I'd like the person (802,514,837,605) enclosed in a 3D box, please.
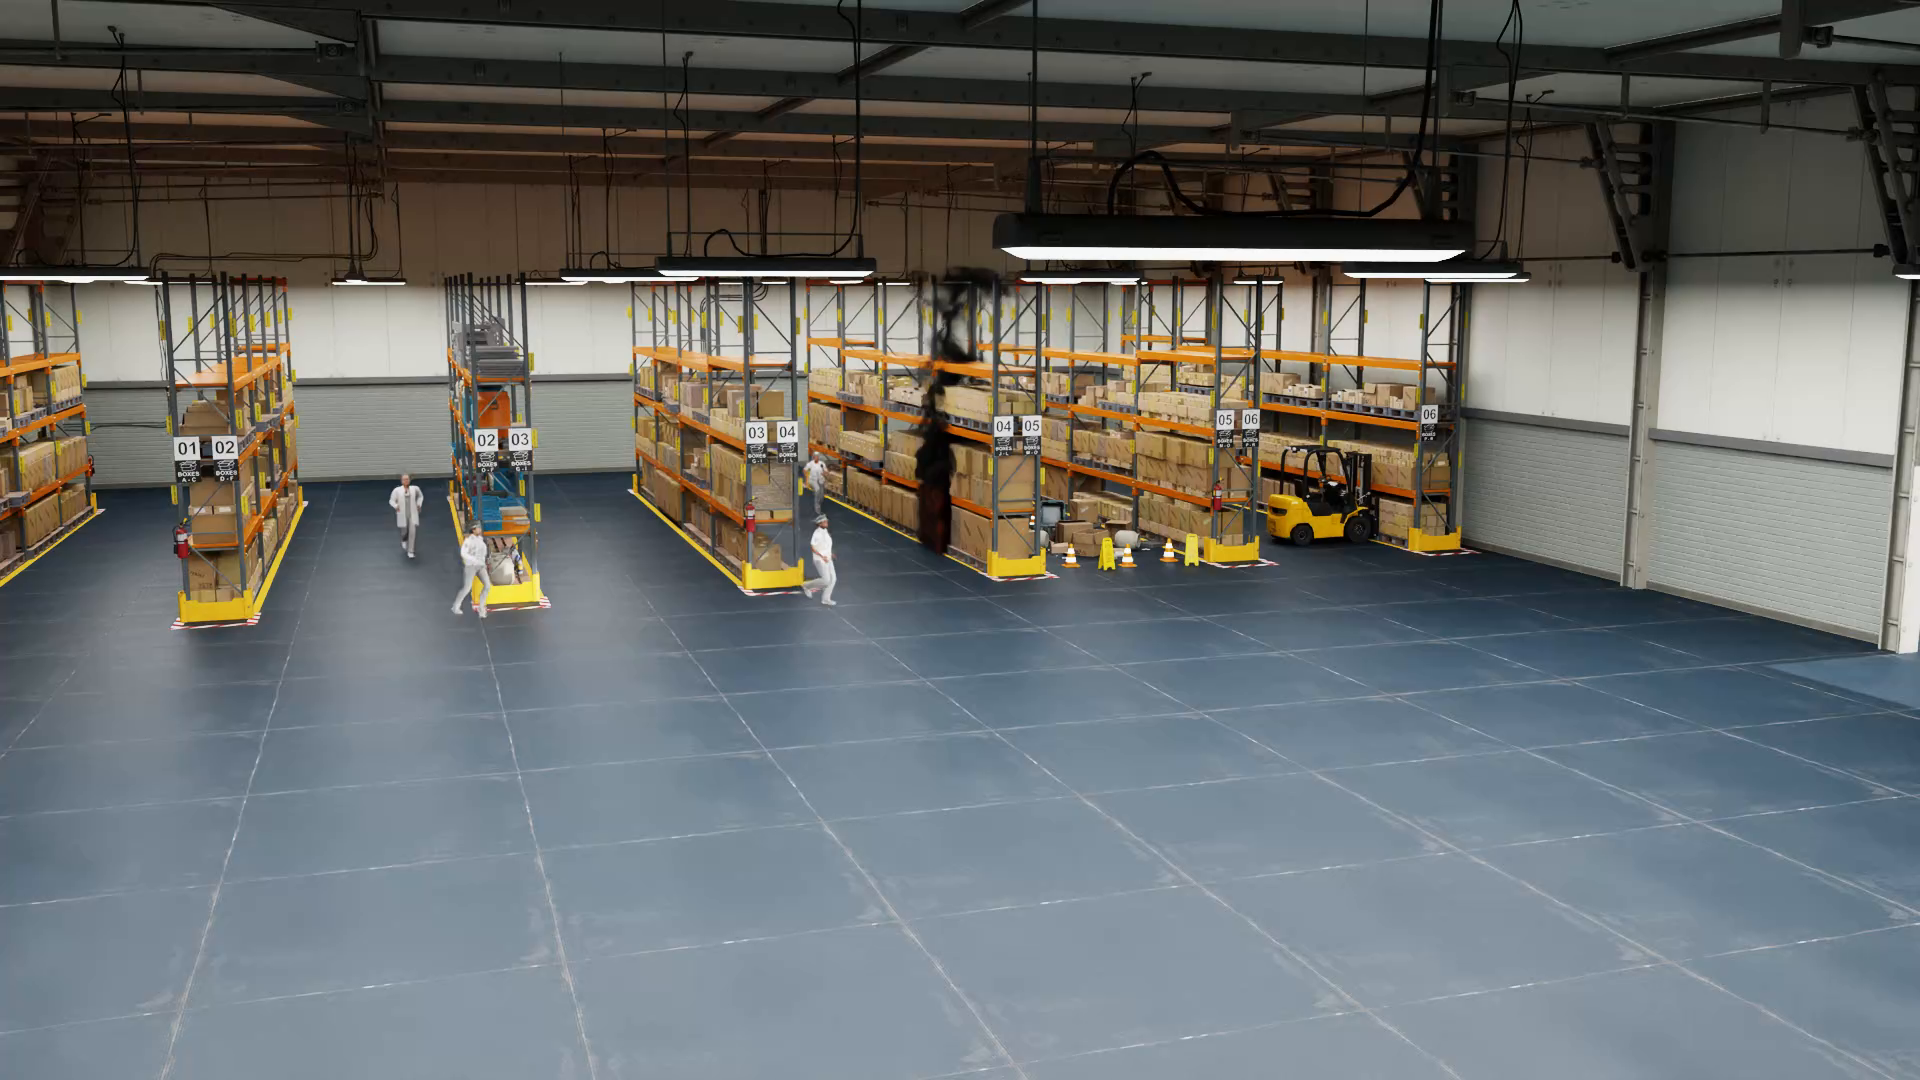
[{"bbox_3d":[-2.544,0.347,30.234,0.627,1.653,0.588,2,9,16],"label":"person"}]

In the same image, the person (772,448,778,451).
[{"bbox_3d":[-5.292,-2.057,47.040,0.590,1.500,0.762,-2,9,-10],"label":"person"}]

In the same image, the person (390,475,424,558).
[{"bbox_3d":[-11.888,-0.530,35.799,0.711,1.764,0.924,-4,9,-23],"label":"person"}]

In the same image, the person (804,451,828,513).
[{"bbox_3d":[-3.603,-1.432,41.797,0.578,1.592,0.919,-3,9,-19],"label":"person"}]

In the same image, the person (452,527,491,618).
[{"bbox_3d":[-8.551,0.524,29.304,0.688,1.669,0.677,4,10,27],"label":"person"}]
